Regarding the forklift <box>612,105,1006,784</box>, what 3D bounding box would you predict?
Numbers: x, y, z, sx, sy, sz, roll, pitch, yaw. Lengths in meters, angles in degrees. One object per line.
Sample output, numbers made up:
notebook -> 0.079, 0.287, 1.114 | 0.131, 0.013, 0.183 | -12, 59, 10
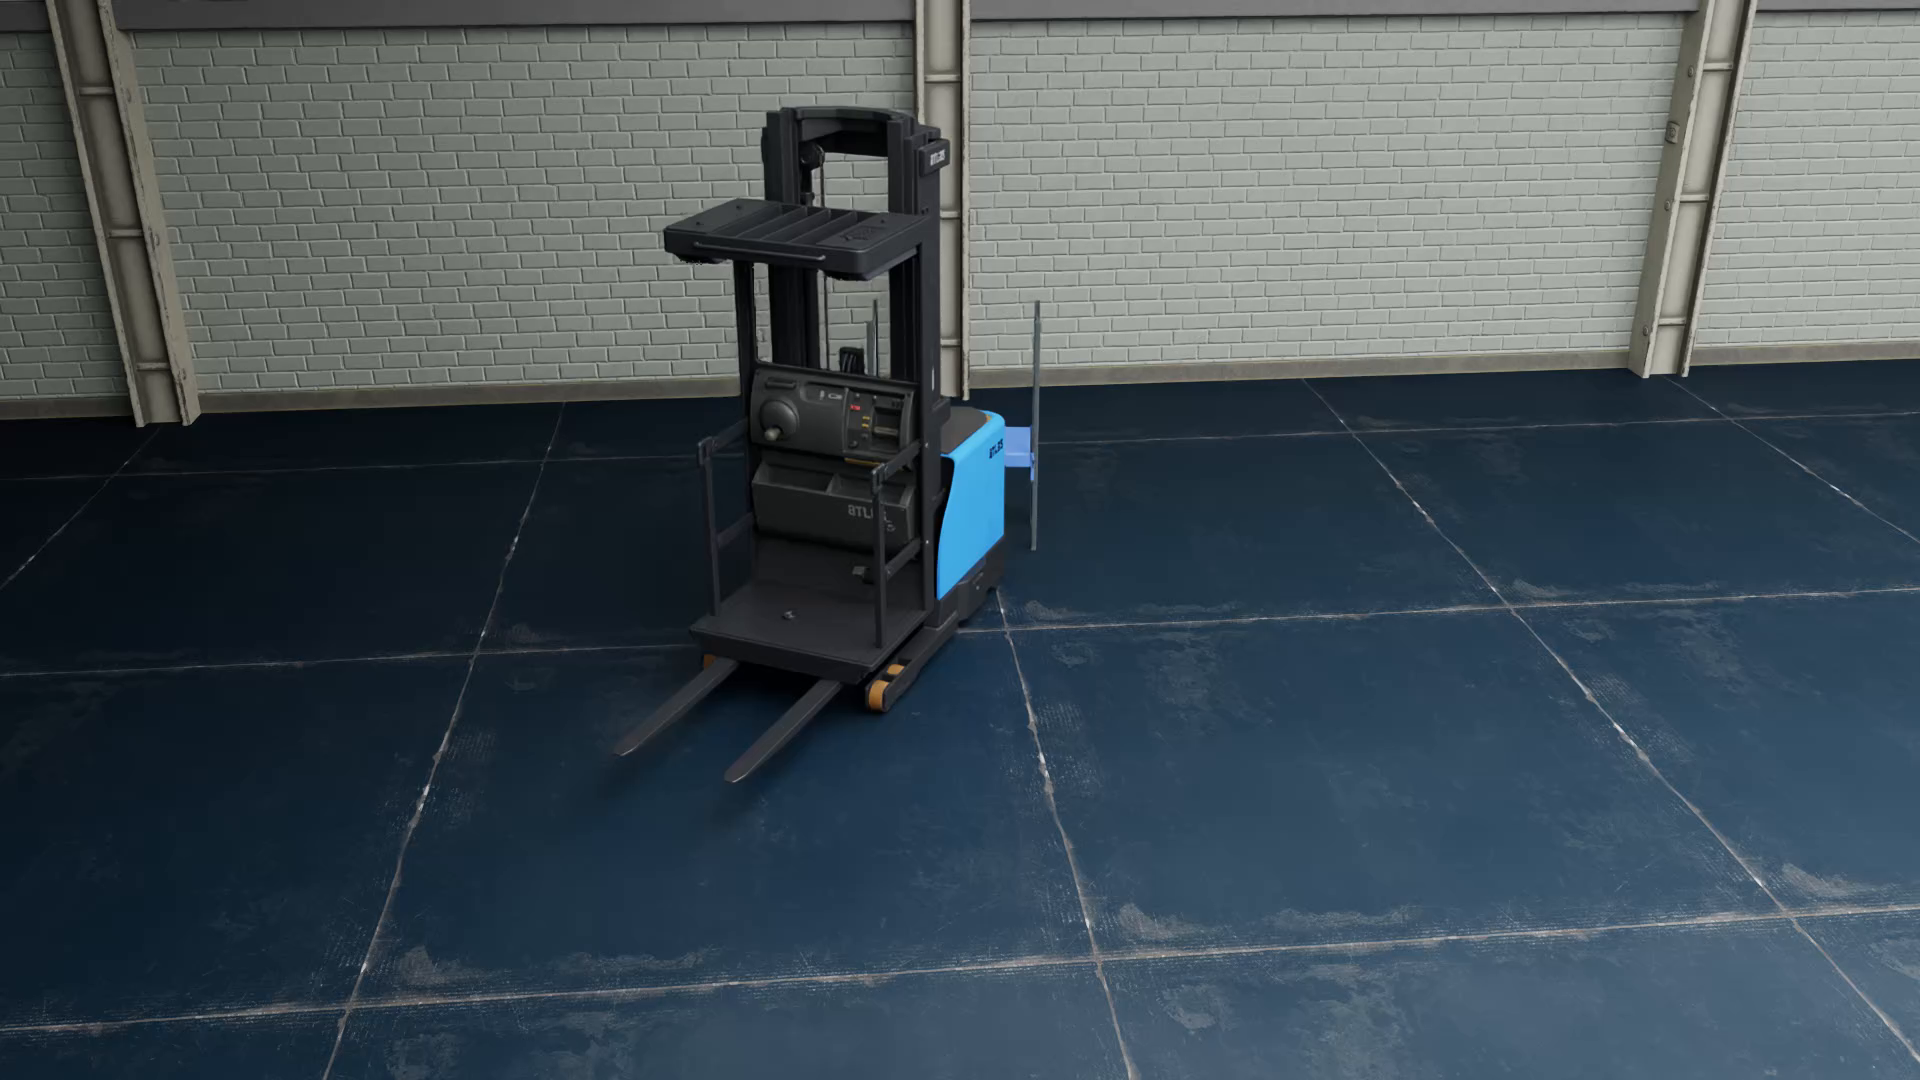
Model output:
forklift -> -0.761, -0.633, 8.566 | 1.130, 2.935, 3.031 | 10, 26, 21

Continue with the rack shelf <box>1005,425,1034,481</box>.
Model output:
rack shelf -> -0.029, -0.565, 10.618 | 1.000, 0.185, 0.538 | 1, 24, 2

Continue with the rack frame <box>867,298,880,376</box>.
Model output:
rack frame -> -0.537, -0.737, 10.561 | 0.032, 1.500, 0.500 | 1, 24, 2

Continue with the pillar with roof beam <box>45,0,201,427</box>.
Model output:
pillar with roof beam -> -5.685, -3.305, 7.105 | 0.400, 9.000, 9.100 | -2, 24, -5

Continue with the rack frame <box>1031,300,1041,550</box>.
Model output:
rack frame -> 0.479, -0.722, 10.529 | 0.032, 1.500, 0.500 | 1, 24, 2

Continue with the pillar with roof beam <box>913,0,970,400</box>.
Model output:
pillar with roof beam -> 0.286, -3.544, 7.644 | 0.400, 9.000, 9.100 | -2, 24, -5

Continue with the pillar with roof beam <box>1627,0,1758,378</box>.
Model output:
pillar with roof beam -> 6.257, -3.784, 8.183 | 0.400, 9.000, 9.100 | -2, 24, -5

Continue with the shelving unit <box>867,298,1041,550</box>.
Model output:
shelving unit -> -0.029, -0.730, 10.545 | 1.048, 1.500, 0.538 | 1, 24, 2
